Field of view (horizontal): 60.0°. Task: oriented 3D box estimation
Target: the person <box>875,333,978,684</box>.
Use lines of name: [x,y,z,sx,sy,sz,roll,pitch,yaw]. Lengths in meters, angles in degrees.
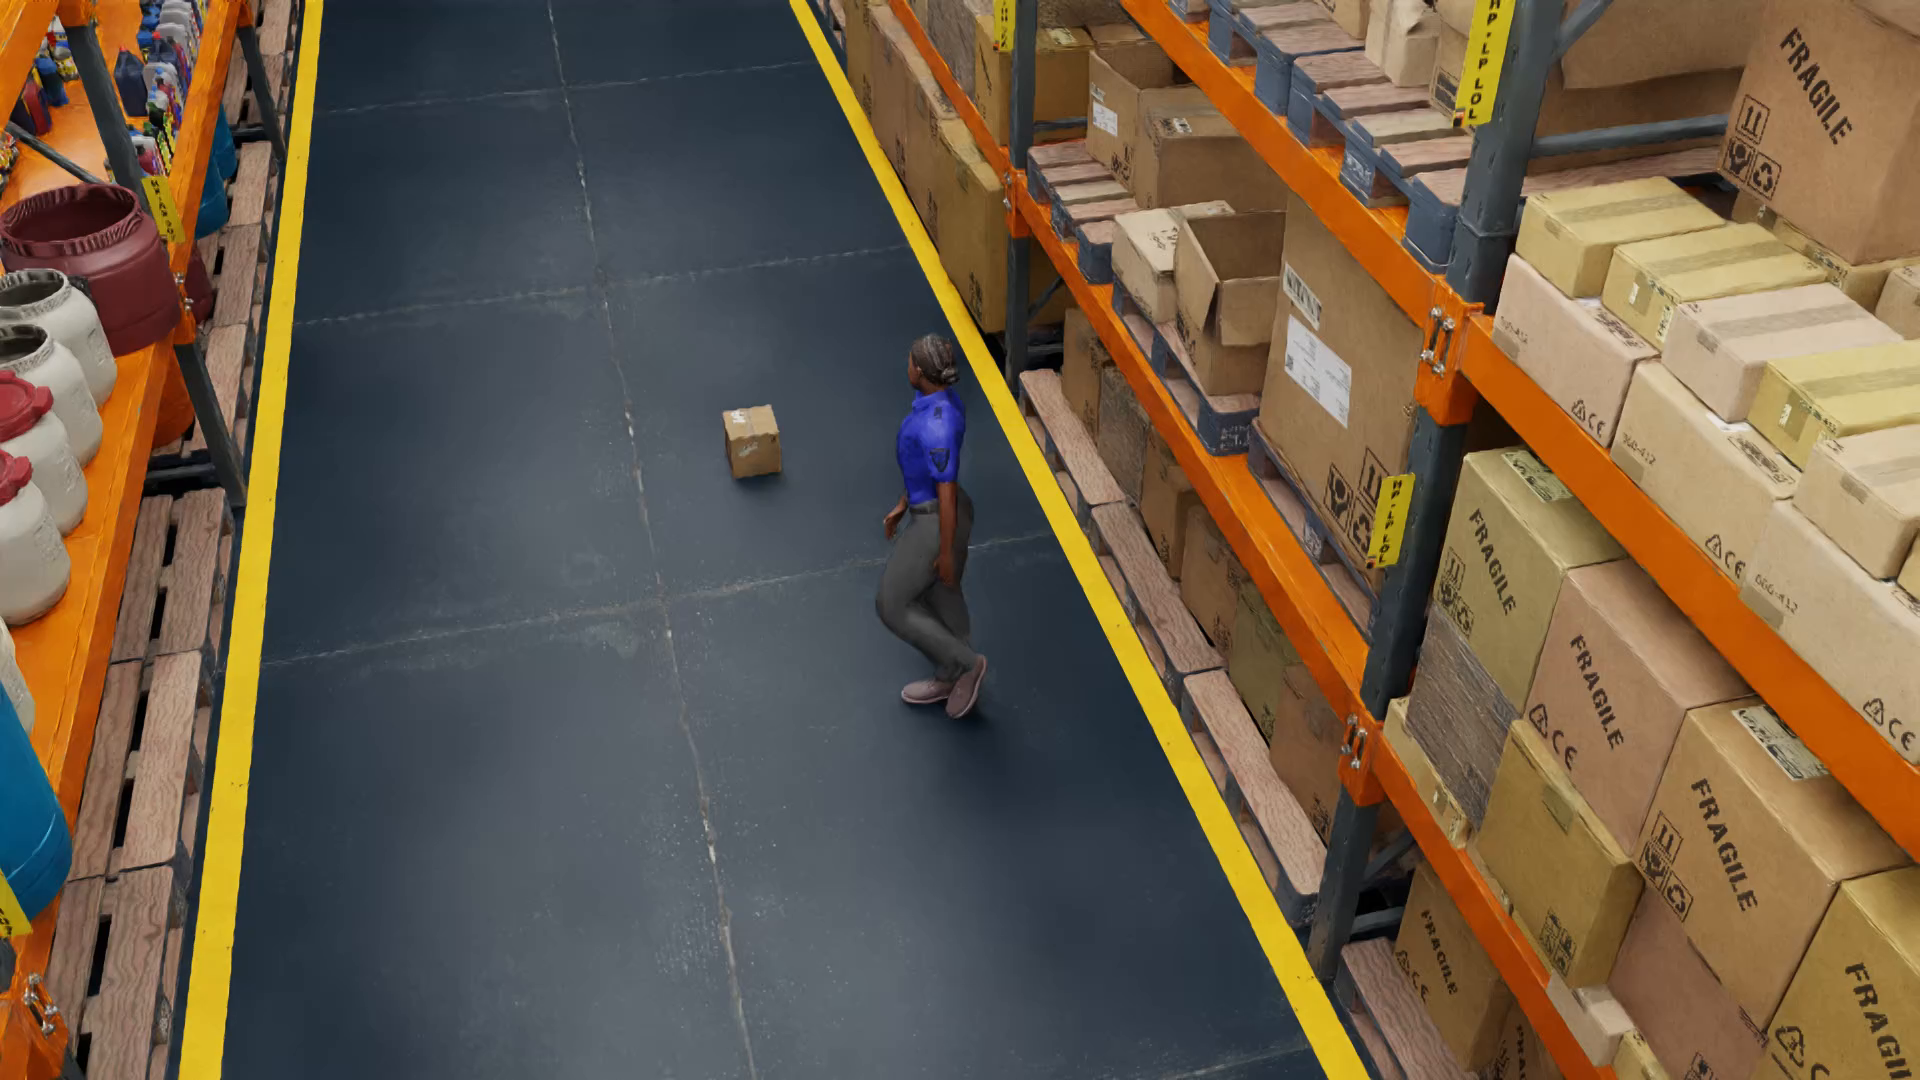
person: [-0.115,-0.083,6.778,0.427,1.559,0.589,4,39,5]
